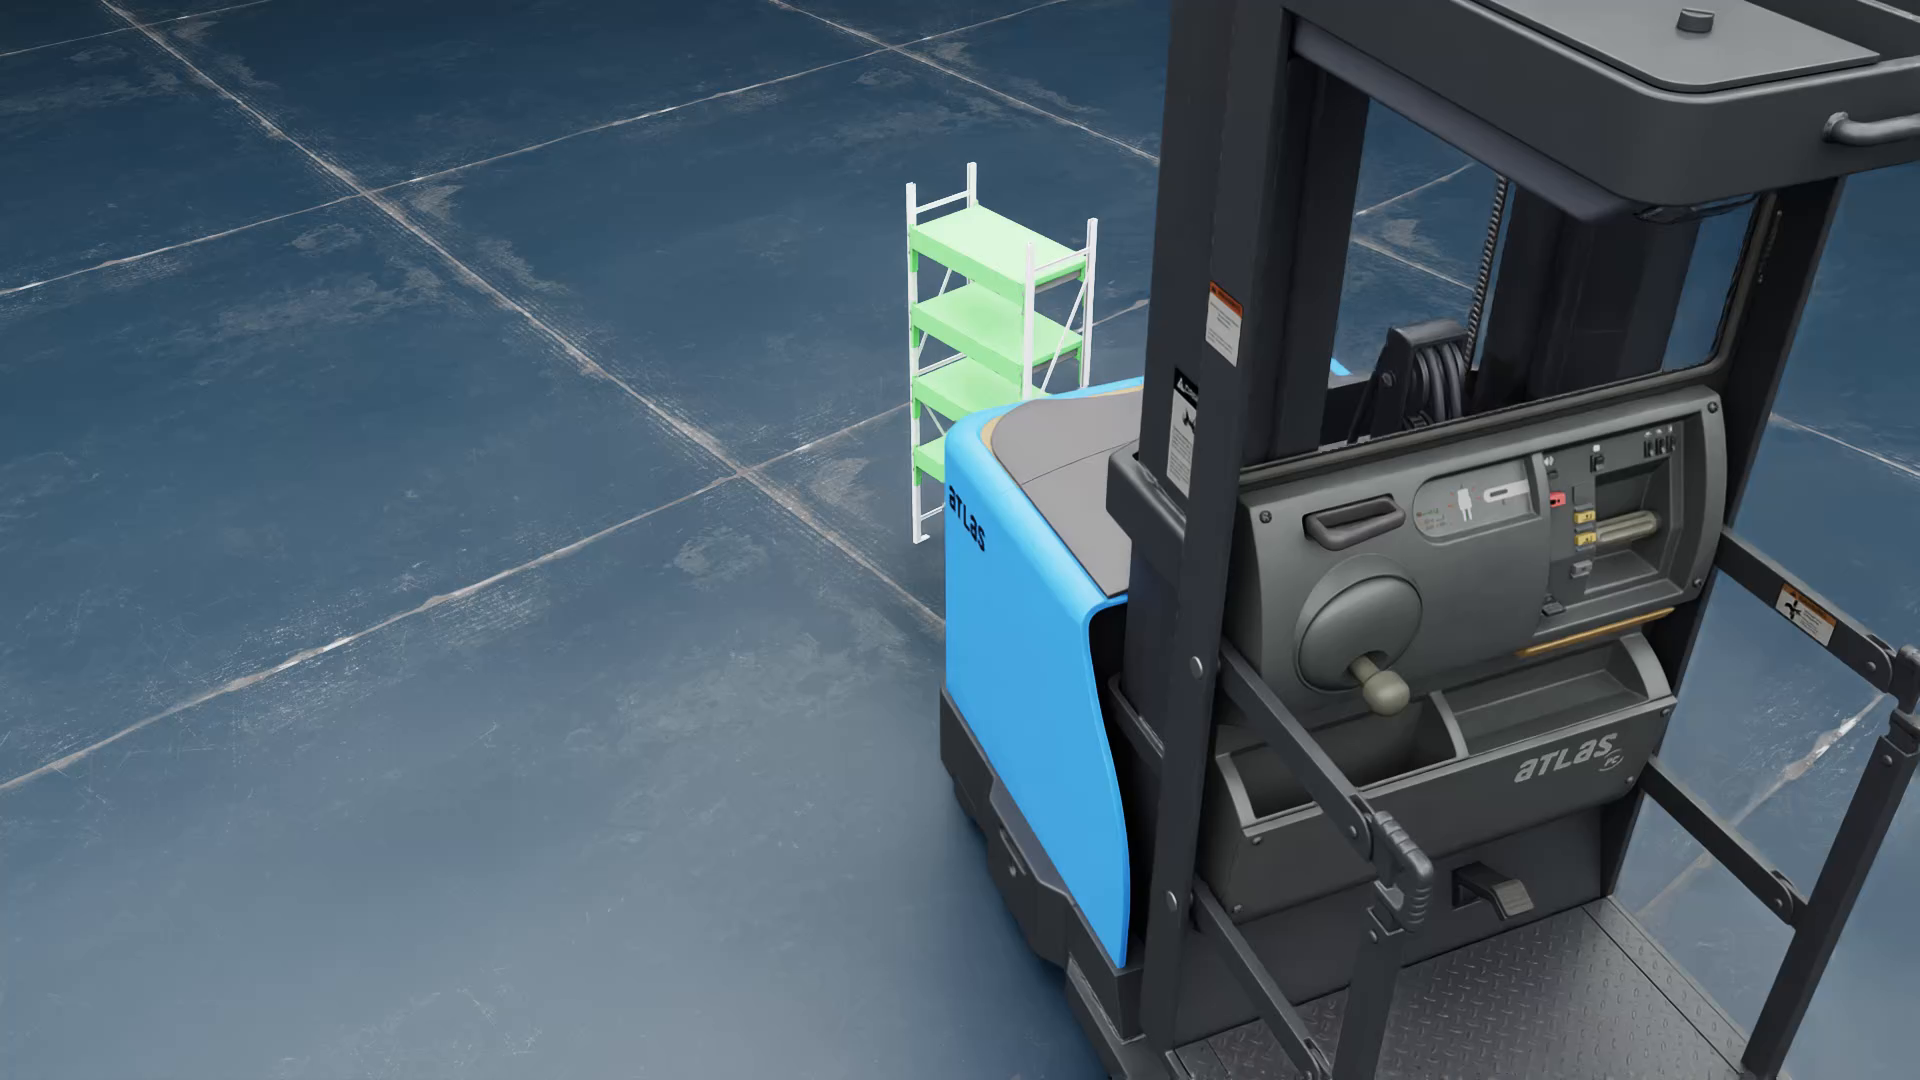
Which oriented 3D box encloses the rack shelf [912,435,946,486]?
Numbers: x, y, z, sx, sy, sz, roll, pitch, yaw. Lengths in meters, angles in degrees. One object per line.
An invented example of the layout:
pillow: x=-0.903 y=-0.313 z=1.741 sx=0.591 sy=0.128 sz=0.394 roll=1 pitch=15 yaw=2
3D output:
rack shelf: x=0.107 y=-0.169 z=4.976 sx=0.258 sy=0.148 sz=0.480 roll=-26 pitch=43 yaw=-32

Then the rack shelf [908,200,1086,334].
rack shelf: x=0.107 y=-0.756 z=4.560 sx=0.258 sy=0.148 sz=0.480 roll=-26 pitch=43 yaw=-32

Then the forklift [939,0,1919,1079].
forklift: x=0.973 y=0.081 z=2.600 sx=1.130 sy=2.935 sz=3.031 roll=-13 pitch=37 yaw=-18

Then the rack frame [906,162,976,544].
rack frame: x=-0.051 y=-0.524 z=4.952 sx=0.240 sy=1.200 sz=0.015 roll=-26 pitch=43 yaw=-32

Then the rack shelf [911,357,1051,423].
rack shelf: x=0.107 y=-0.364 z=4.837 sx=0.258 sy=0.148 sz=0.480 roll=-26 pitch=43 yaw=-32

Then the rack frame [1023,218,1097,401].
rack frame: x=0.264 y=-0.309 z=4.648 sx=0.240 sy=1.200 sz=0.015 roll=-26 pitch=43 yaw=-32

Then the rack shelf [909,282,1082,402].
rack shelf: x=0.107 y=-0.560 z=4.698 sx=0.258 sy=0.148 sz=0.480 roll=-26 pitch=43 yaw=-32

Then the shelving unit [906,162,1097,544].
shelving unit: x=0.107 y=-0.417 z=4.800 sx=0.258 sy=1.200 sz=0.503 roll=-26 pitch=43 yaw=-32
